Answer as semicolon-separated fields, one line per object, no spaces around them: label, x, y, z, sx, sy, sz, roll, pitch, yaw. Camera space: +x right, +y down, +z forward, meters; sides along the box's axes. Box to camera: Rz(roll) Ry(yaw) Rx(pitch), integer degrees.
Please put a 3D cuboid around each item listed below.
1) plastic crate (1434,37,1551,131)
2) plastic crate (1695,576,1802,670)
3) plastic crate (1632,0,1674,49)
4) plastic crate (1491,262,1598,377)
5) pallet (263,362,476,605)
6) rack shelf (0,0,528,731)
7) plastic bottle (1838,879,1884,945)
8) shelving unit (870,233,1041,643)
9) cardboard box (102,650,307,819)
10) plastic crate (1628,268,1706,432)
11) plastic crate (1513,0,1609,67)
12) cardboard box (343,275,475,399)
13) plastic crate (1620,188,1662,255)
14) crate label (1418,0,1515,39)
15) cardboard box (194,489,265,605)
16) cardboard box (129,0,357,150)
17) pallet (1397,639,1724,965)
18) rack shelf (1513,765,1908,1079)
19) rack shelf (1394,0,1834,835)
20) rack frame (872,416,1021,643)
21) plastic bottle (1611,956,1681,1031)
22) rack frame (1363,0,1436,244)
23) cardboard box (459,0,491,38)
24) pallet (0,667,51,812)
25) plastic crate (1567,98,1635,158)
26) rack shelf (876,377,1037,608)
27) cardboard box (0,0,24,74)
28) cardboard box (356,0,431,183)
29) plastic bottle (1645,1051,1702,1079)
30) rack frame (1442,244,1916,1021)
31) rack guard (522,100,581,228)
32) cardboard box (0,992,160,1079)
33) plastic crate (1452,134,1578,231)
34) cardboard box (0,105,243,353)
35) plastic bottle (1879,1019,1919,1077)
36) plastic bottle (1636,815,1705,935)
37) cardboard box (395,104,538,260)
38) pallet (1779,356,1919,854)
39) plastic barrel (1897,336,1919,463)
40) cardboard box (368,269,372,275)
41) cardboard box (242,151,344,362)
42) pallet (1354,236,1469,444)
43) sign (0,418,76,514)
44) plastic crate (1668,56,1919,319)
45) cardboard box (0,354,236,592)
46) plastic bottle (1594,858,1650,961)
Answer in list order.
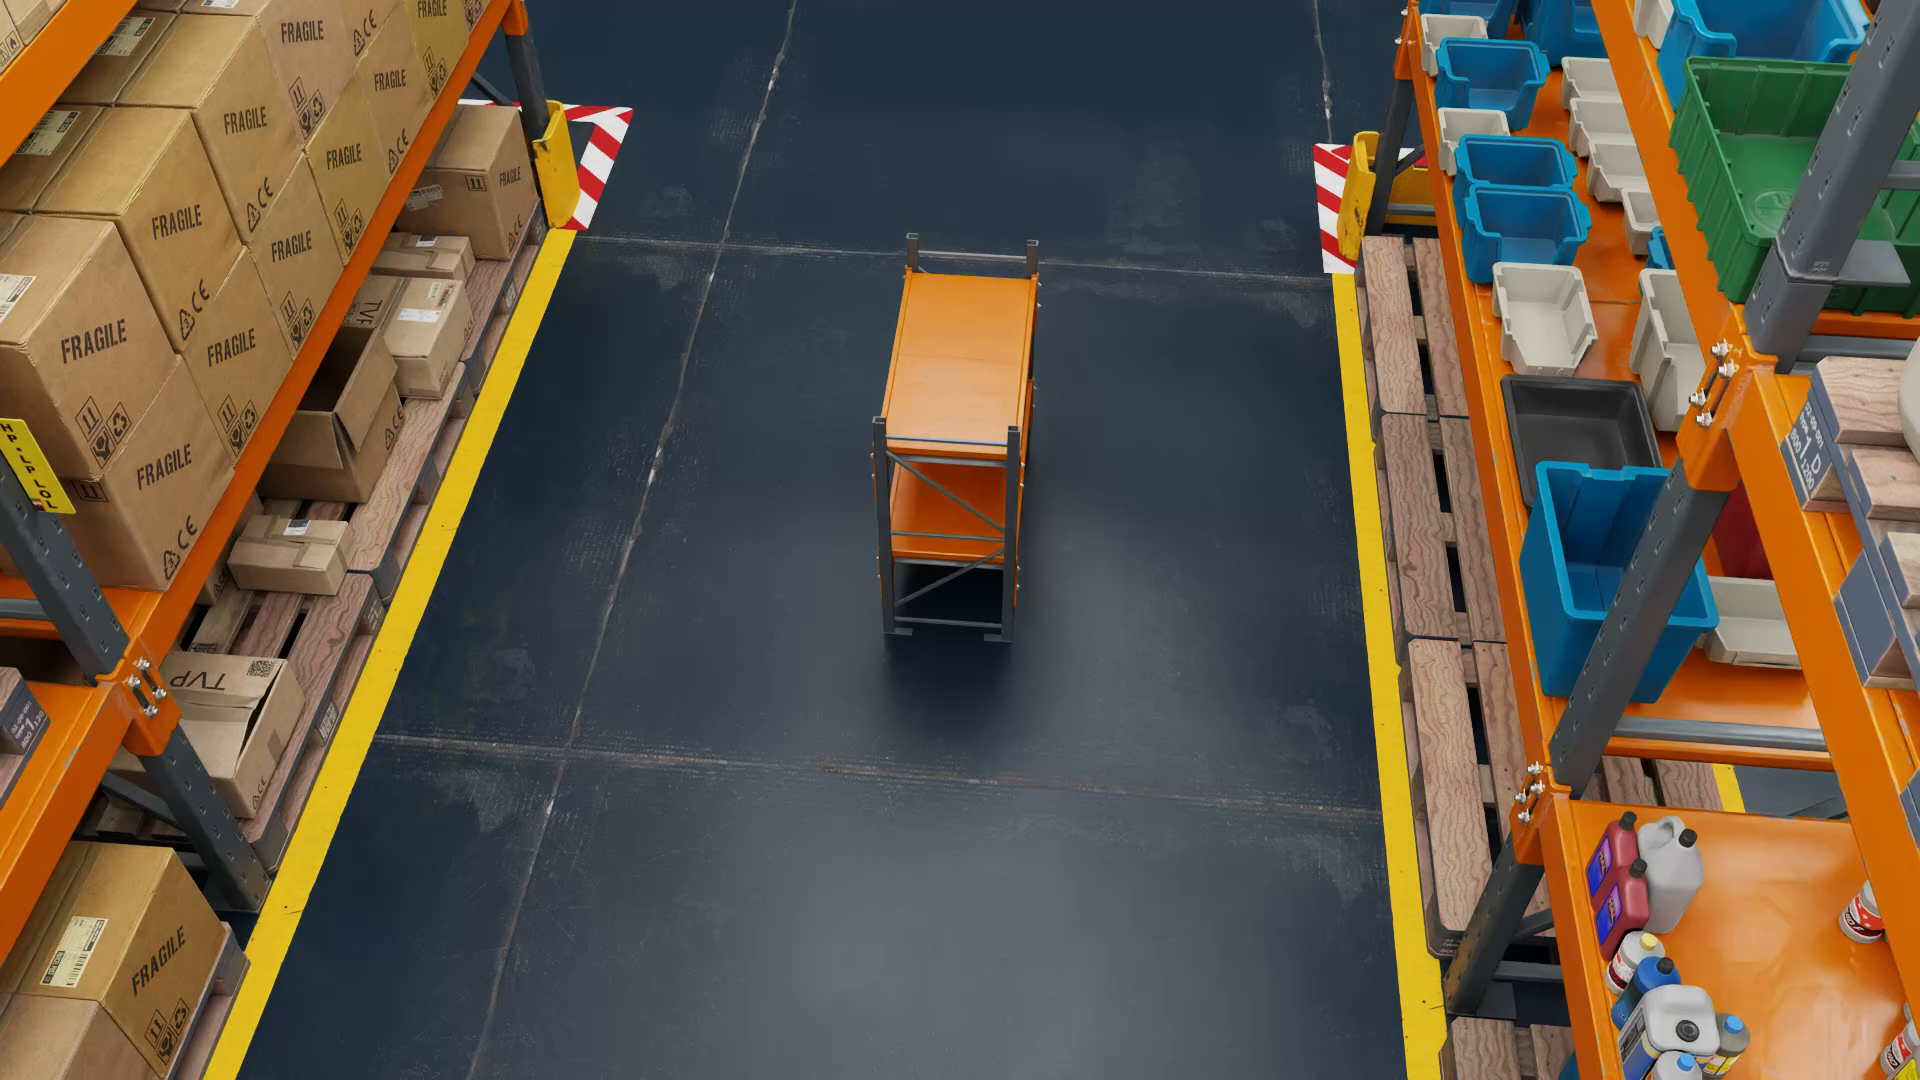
plastic crate;2.029;-1.749;6.416;0.416;0.233;0.300;4;48;4
plastic crate;2.260;0.247;4.655;0.396;0.136;0.243;4;48;4
plastic crate;1.812;-1.373;4.145;0.293;0.136;0.466;4;48;4
plastic crate;1.934;-0.720;5.540;0.293;0.136;0.466;4;48;4
pallet;-2.685;-0.288;6.896;1.003;0.211;1.213;4;48;4
rack shelf;-2.675;-1.052;6.193;1.077;0.370;4.000;4;48;4
plastic bottle;2.235;0.894;4.060;0.097;0.201;0.097;0;48;0
shelving unit;0.001;-0.385;6.365;0.538;1.125;1.048;4;48;4
cardboard box;-2.604;0.640;5.682;0.500;0.311;0.500;4;48;4
plastic crate;2.397;-0.579;5.313;0.437;0.282;0.530;4;48;4
plastic crate;2.595;-2.202;6.693;0.616;0.435;0.499;4;48;4
cardboard box;-2.414;-0.873;7.107;0.500;0.250;0.500;4;48;4
plastic crate;2.495;-1.111;5.898;0.298;0.136;0.250;4;48;4
crate label;2.089;-2.233;6.858;0.416;0.233;0.303;4;48;4
cardboard box;-3.020;-0.055;6.318;0.500;0.311;0.500;4;48;4
cardboard box;-2.394;-1.660;5.516;0.500;0.500;0.500;5;48;5
pallet;2.103;0.909;5.802;1.003;0.211;1.213;4;48;4
rack shelf;1.893;2.223;3.197;1.077;0.370;4.000;4;48;4
rack shelf;2.257;-0.716;5.886;1.077;0.370;4.000;4;48;4
rack frame;-0.046;-0.011;6.024;0.500;1.125;0.032;4;48;4
plastic bottle;1.603;1.050;3.870;0.097;0.271;0.097;0;48;0
rack frame;2.439;-2.429;6.964;1.000;3.000;0.127;4;48;4
cardboard box;-2.263;-2.451;6.917;0.500;0.500;0.500;5;48;5
pallet;-3.039;0.819;4.124;1.003;0.211;1.213;4;48;4
plastic crate;2.505;-1.537;6.287;0.396;0.136;0.243;4;48;4
rack shelf;0.001;-0.220;6.546;0.538;0.278;1.000;4;48;4
cardboard box;-2.567;-1.128;3.843;0.500;0.250;0.500;4;48;4
cardboard box;-2.358;-1.703;6.233;0.500;0.500;0.500;4;48;4
plastic bottle;1.582;1.221;3.714;0.097;0.271;0.097;0;48;0
rack frame;2.075;0.511;4.276;1.000;3.000;0.127;4;48;4
rack guard;-2.500;-1.865;8.143;1.175;0.500;0.348;4;48;4
cardboard box;-2.671;1.615;4.662;0.500;0.500;0.500;4;48;4
plastic crate;1.969;-1.266;5.974;0.416;0.233;0.300;4;48;4
cardboard box;-2.488;-0.903;4.824;0.500;0.500;0.500;3;48;2
plastic bottle;2.202;1.163;3.814;0.097;0.201;0.097;0;48;0
plastic bottle;1.716;0.794;4.050;0.144;0.351;0.185;4;48;4
cardboard box;-2.297;-1.653;7.651;0.500;0.500;0.500;4;48;4
pallet;2.101;0.145;2.706;1.213;0.211;1.003;4;48;4
plastic barrel;1.777;-0.319;2.626;0.433;0.535;0.433;0;48;0
cardboard box;-2.871;-1.237;7.440;0.500;0.250;0.500;4;48;4
cardboard box;-2.448;-0.959;5.553;0.500;0.500;0.500;4;48;3
pallet;2.326;-0.884;7.442;1.003;0.211;1.213;4;48;4
sign;-2.305;-0.181;4.124;0.100;0.325;0.005;4;48;4
plastic crate;1.812;-0.762;3.551;0.450;0.188;0.662;4;48;4
cardboard box;-2.540;-0.215;4.872;0.500;0.500;0.500;5;48;5
plastic bottle;1.604;0.889;4.009;0.061;0.283;0.133;4;48;4
